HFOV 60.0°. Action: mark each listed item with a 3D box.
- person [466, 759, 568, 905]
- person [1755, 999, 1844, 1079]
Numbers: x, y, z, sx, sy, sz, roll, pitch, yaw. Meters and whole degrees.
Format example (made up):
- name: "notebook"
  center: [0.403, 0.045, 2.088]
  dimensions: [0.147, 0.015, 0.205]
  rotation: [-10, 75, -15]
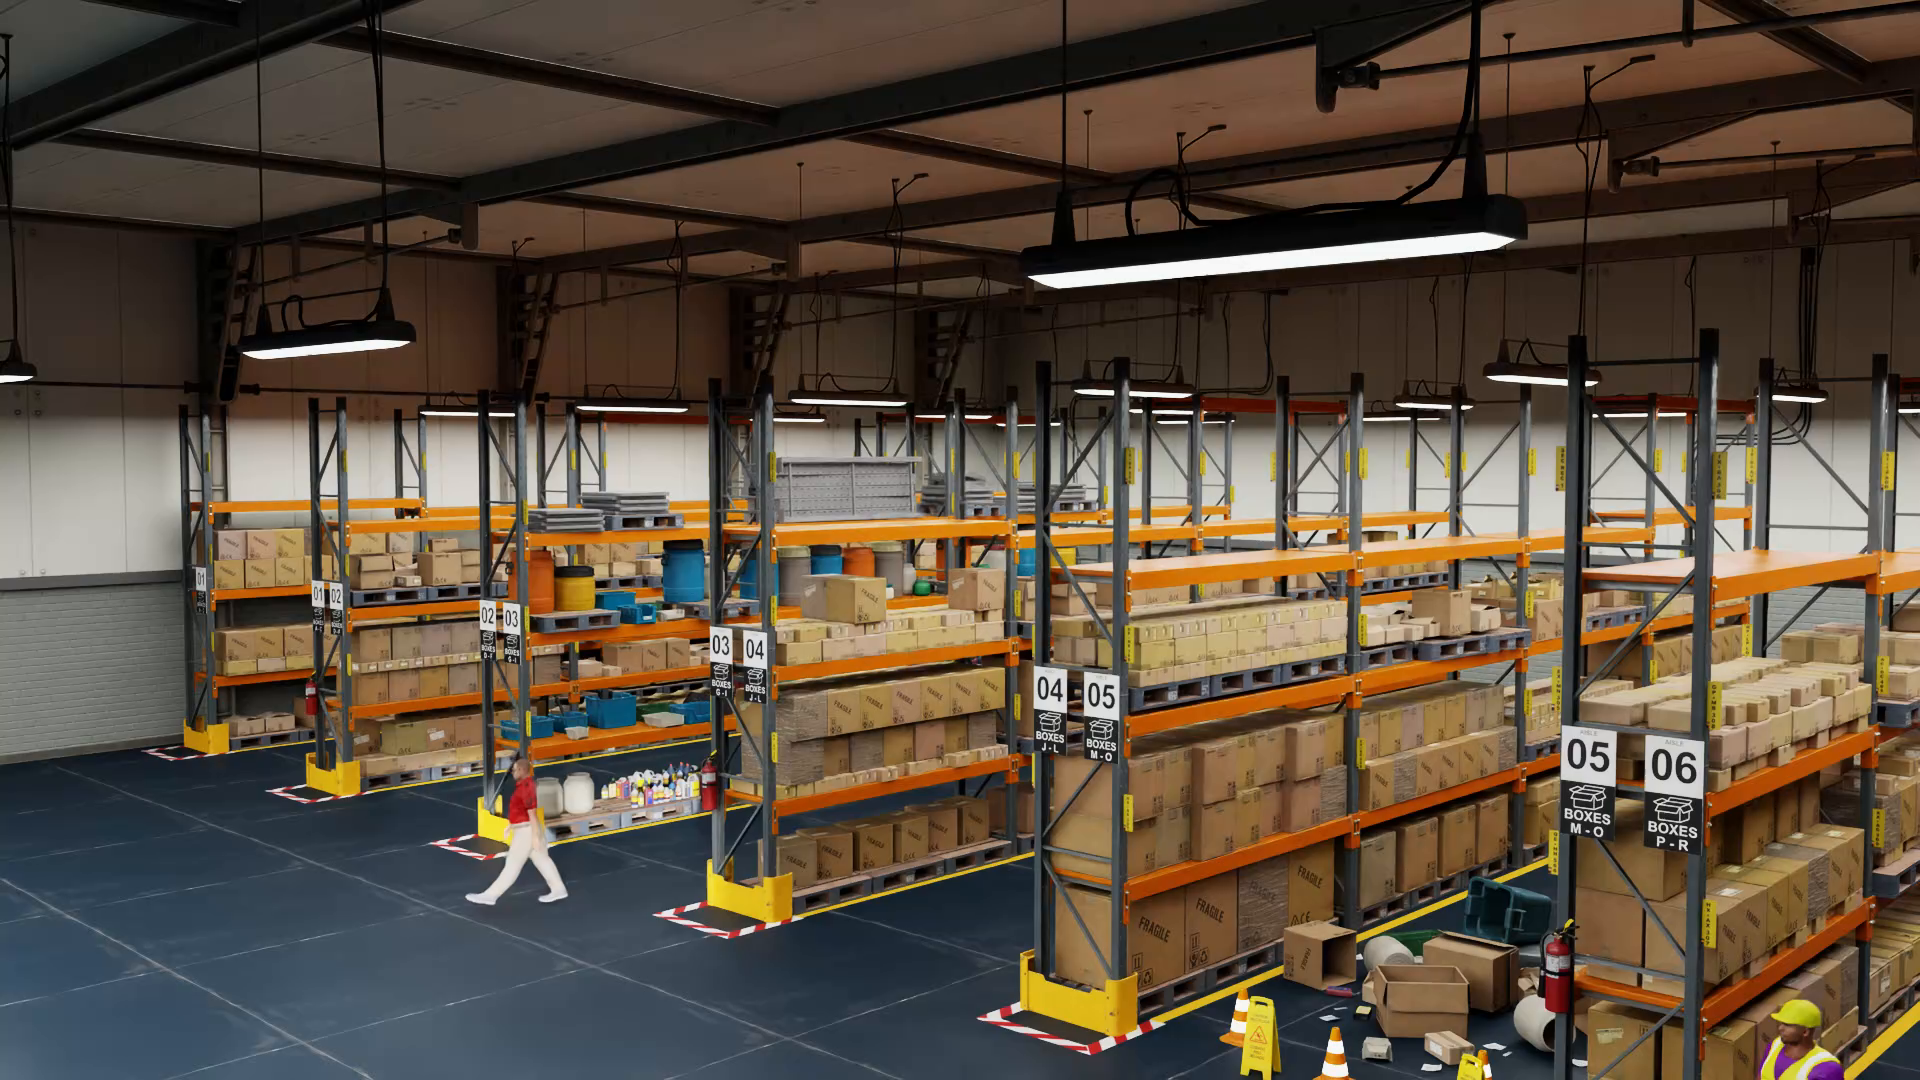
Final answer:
- name: "person"
  center: [-5.032, 3.313, 18.906]
  dimensions: [1.090, 1.667, 0.563]
  rotation: [0, 3, -7]
- name: "person"
  center: [5.126, 3.731, 10.446]
  dimensions: [1.059, 1.705, 0.599]
  rotation: [-1, 3, -11]
